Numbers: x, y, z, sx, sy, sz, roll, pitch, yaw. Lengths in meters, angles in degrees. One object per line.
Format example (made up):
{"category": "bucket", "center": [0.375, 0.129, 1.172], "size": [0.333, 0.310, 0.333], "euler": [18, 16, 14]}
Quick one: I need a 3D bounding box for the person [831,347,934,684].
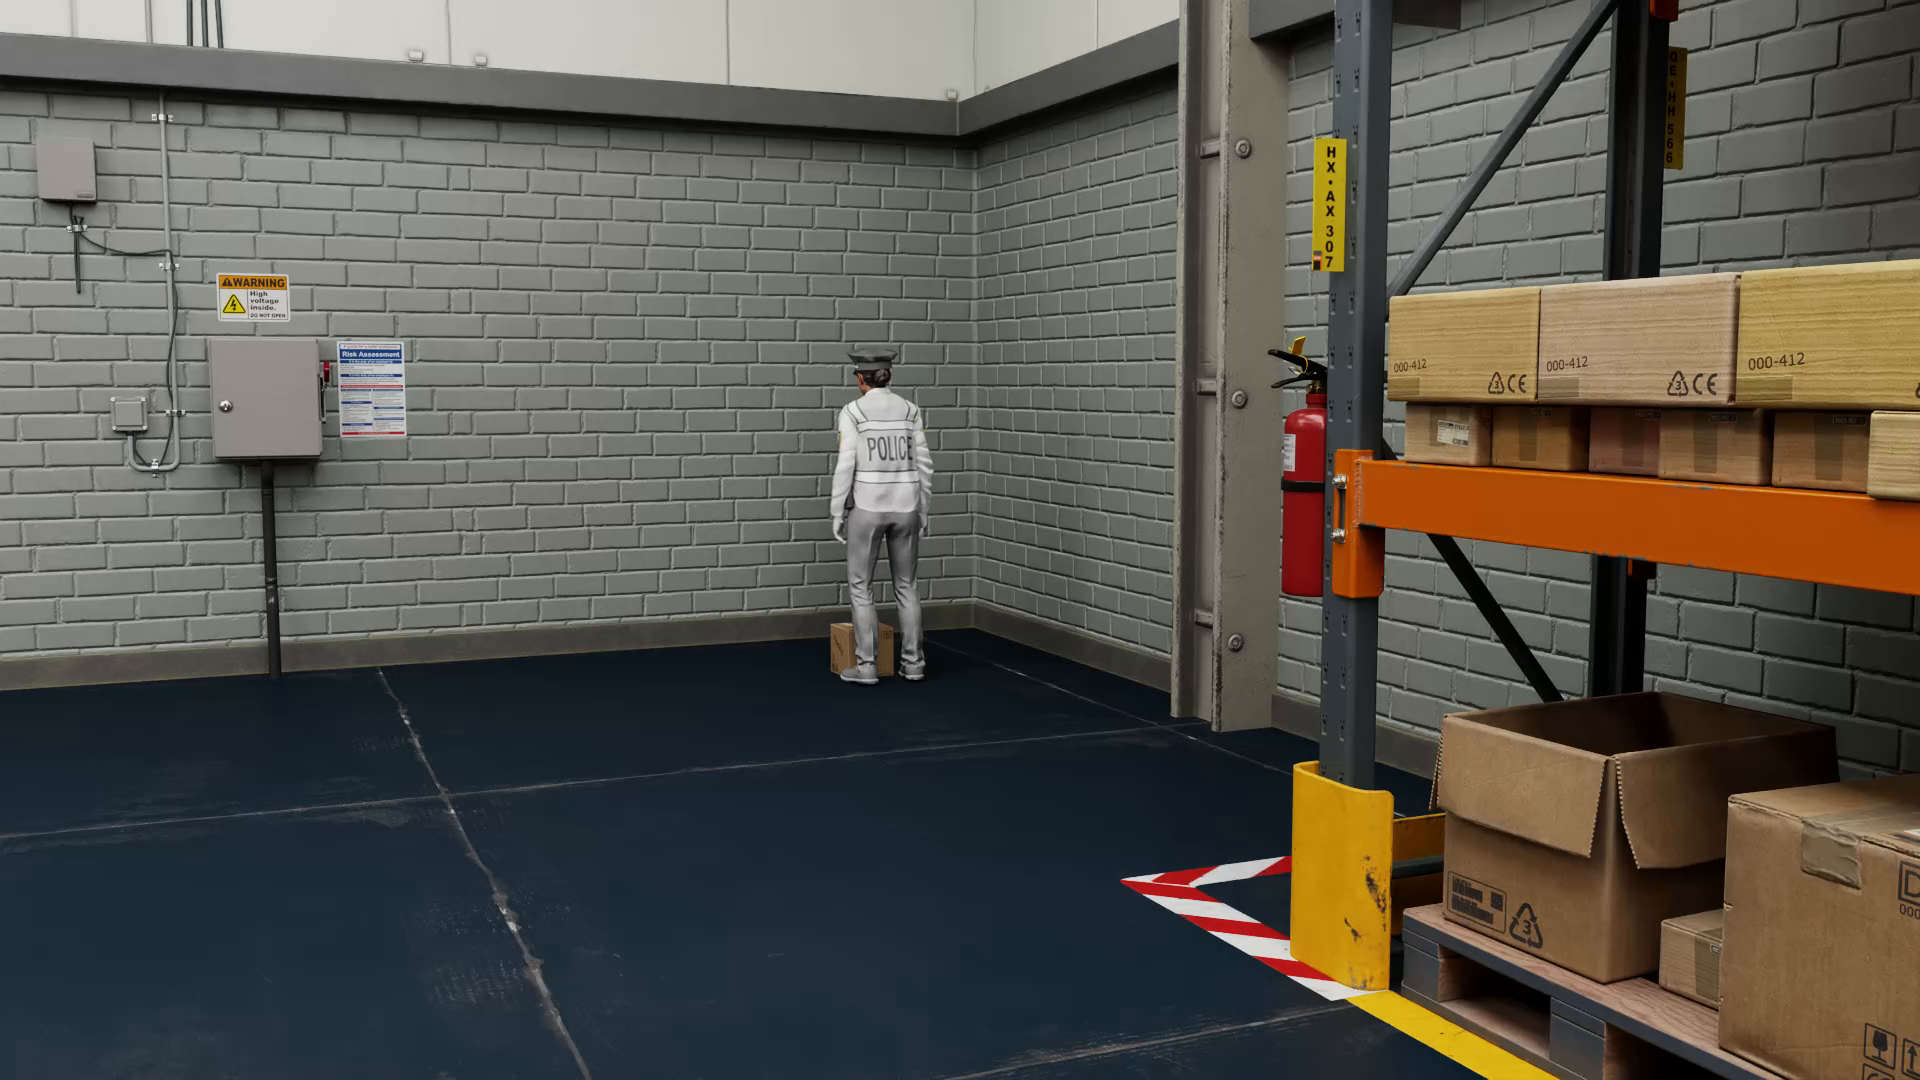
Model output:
{"category": "person", "center": [-0.390, -0.121, 8.238], "size": [0.526, 1.663, 0.374], "euler": [-2, 6, -24]}
